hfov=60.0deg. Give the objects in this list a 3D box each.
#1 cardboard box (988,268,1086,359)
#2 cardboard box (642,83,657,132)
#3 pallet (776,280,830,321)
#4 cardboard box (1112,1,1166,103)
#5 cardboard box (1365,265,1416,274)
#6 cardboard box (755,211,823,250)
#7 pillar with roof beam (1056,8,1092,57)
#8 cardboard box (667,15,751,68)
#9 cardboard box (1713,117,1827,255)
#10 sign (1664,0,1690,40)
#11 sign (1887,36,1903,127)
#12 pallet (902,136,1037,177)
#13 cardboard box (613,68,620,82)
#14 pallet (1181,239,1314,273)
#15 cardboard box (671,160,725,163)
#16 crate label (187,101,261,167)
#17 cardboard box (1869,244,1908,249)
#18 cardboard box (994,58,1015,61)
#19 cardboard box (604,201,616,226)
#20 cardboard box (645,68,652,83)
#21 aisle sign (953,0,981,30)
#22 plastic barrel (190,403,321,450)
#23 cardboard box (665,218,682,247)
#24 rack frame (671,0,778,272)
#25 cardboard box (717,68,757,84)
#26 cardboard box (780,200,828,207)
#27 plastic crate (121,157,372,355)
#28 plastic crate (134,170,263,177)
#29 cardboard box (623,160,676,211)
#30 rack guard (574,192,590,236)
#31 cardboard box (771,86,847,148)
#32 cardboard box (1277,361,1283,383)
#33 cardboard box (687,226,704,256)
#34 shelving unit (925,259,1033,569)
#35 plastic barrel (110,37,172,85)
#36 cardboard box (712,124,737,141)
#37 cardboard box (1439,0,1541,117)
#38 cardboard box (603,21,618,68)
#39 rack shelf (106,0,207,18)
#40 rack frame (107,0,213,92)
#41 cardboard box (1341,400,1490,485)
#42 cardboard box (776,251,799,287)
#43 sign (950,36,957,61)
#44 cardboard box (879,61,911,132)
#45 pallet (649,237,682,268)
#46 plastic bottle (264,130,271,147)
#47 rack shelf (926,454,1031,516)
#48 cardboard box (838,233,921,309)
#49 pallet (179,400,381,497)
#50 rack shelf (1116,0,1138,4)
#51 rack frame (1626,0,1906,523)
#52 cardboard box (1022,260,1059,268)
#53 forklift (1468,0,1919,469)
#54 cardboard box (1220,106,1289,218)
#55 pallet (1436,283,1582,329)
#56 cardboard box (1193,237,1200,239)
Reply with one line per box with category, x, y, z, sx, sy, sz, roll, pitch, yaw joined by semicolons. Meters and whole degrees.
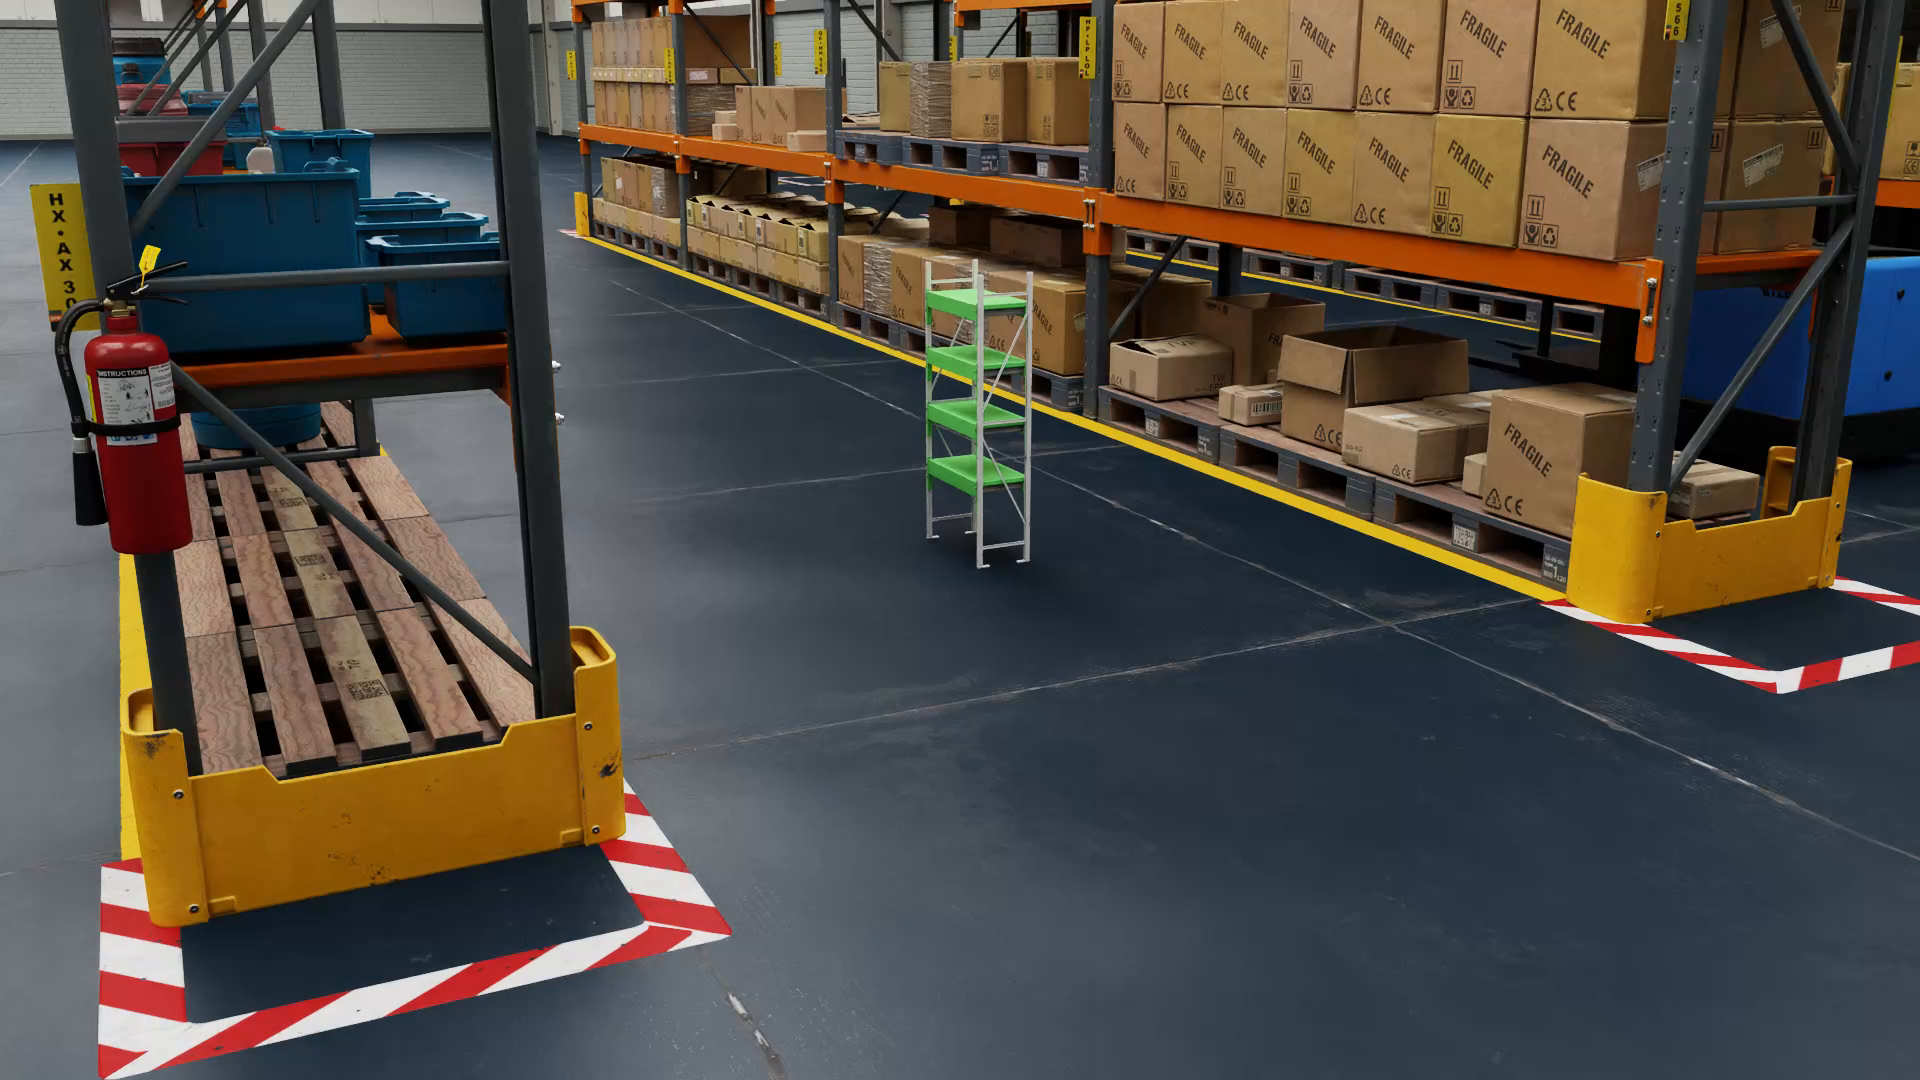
cardboard box;0.514;-1.431;10.533;0.500;0.500;0.500;-8;18;-25
cardboard box;-2.961;-4.606;17.680;0.700;0.500;0.500;-7;18;-24
pallet;-0.881;-2.070;14.081;1.003;0.211;1.213;-8;18;-25
cardboard box;1.150;-2.587;8.835;0.500;0.500;0.500;-7;17;-23
cardboard box;4.100;-2.771;14.606;0.750;0.750;0.750;-8;18;-26
cardboard box;-1.458;-2.705;14.445;0.500;0.311;0.500;-8;18;-25
pillar with roof beam;-2.394;-8.079;19.090;9.100;9.000;0.400;-8;18;-25
cardboard box;-2.508;-4.974;16.613;0.700;0.500;0.500;-8;18;-25
cardboard box;2.992;-1.408;6.537;0.500;0.500;0.500;-7;18;-24
sign;2.442;-1.864;5.637;0.100;0.325;0.005;-8;18;-25
sign;3.437;-1.700;6.166;0.100;0.325;0.005;-8;18;-25
pallet;0.301;-2.628;11.317;1.003;0.211;1.213;-8;18;-25
cardboard box;-3.628;-5.166;18.457;0.380;0.149;0.250;-8;18;-27
pallet;3.024;-2.957;17.171;1.003;0.211;1.213;-8;18;-25
cardboard box;-2.889;-3.958;18.471;0.500;0.500;0.500;-8;18;-25
crate label;-5.202;-2.900;11.854;0.502;0.435;0.616;-8;18;-25
cardboard box;5.870;-1.817;10.737;0.380;0.149;0.250;-7;17;-23
cardboard box;0.758;-5.675;20.466;0.500;0.500;0.500;-8;18;-27
cardboard box;-3.803;-3.782;19.215;0.500;0.250;0.500;-8;18;-25
cardboard box;-3.064;-4.847;17.347;0.380;0.149;0.250;-8;18;-25
aisle sign;0.090;-7.016;21.548;0.394;0.787;0.004;-8;18;-25
plastic barrel;-3.480;-0.942;8.139;0.600;0.901;0.708;-8;18;-25
cardboard box;-2.707;-3.162;17.055;0.500;0.250;0.500;-8;18;-25
rack frame;-2.308;-4.193;16.425;1.000;3.000;0.127;-8;18;-25
cardboard box;-2.251;-4.643;16.636;0.380;0.149;0.250;-8;18;-25
cardboard box;-1.423;-3.025;15.561;0.500;0.311;0.500;-8;18;-25
plastic crate;-1.820;-0.726;4.171;0.616;0.435;0.499;-8;18;-25
plastic crate;-2.754;-1.183;6.041;0.437;0.282;0.530;-8;18;-25
cardboard box;-3.370;-3.894;18.245;0.500;0.500;0.500;-8;18;-25
rack guard;-4.071;-3.990;20.247;1.175;0.500;0.348;-8;18;-25
cardboard box;-1.305;-3.664;14.398;0.500;0.500;0.500;-9;18;-28
cardboard box;2.030;-0.836;8.802;0.500;0.311;0.500;-8;18;-25
cardboard box;-2.354;-2.944;16.294;0.500;0.250;0.500;-8;18;-26
shelving unit;0.073;-0.536;6.942;0.258;1.200;0.503;-8;18;-25
plastic barrel;-6.865;-3.704;13.812;0.600;0.901;0.708;-8;18;-25
cardboard box;-2.103;-3.828;15.608;0.380;0.149;0.250;-8;18;-25
cardboard box;2.285;-1.949;6.610;0.500;0.500;0.500;-7;17;-23
cardboard box;-3.609;-5.597;18.782;0.700;0.500;0.500;-8;18;-26
rack shelf;-7.638;-5.188;15.756;1.077;0.370;4.000;-8;18;-25
rack frame;-8.515;-4.587;17.799;1.000;3.000;0.127;-8;18;-25
cardboard box;2.100;-0.452;7.575;0.500;0.250;0.500;-8;18;-25
cardboard box;-1.234;-2.310;14.086;0.500;0.250;0.500;-8;18;-26
sign;-0.072;-3.788;13.057;0.100;0.325;0.005;-8;18;-25
cardboard box;-0.178;-3.309;12.400;0.500;0.500;0.700;15;22;42
pallet;-2.619;-3.055;17.514;1.003;0.211;1.213;-8;18;-25
plastic bottle;-4.449;-2.499;10.732;0.061;0.283;0.133;-8;18;-25
rack shelf;0.073;-0.244;7.026;0.258;0.148;0.480;-8;18;-25
cardboard box;-0.613;-2.064;12.739;0.500;0.500;0.500;-7;17;-23
pallet;-3.558;-0.468;8.499;1.003;0.211;1.213;-8;18;-25
rack shelf;3.020;-5.393;16.472;1.077;0.370;4.000;-8;18;-25
rack frame;2.949;-1.218;6.056;1.000;3.000;0.127;-8;18;-25
cardboard box;0.748;-1.625;11.208;0.500;0.500;0.500;-7;18;-24
forklift;3.951;-2.125;9.340;1.130;2.935;3.031;-7;18;-24
cardboard box;1.620;-1.848;8.069;0.500;0.500;0.500;-8;18;-25
pallet;4.704;-1.954;13.677;1.003;0.211;1.213;-8;18;-25
cardboard box;2.752;-3.500;17.744;0.700;0.500;0.500;-8;18;-26
